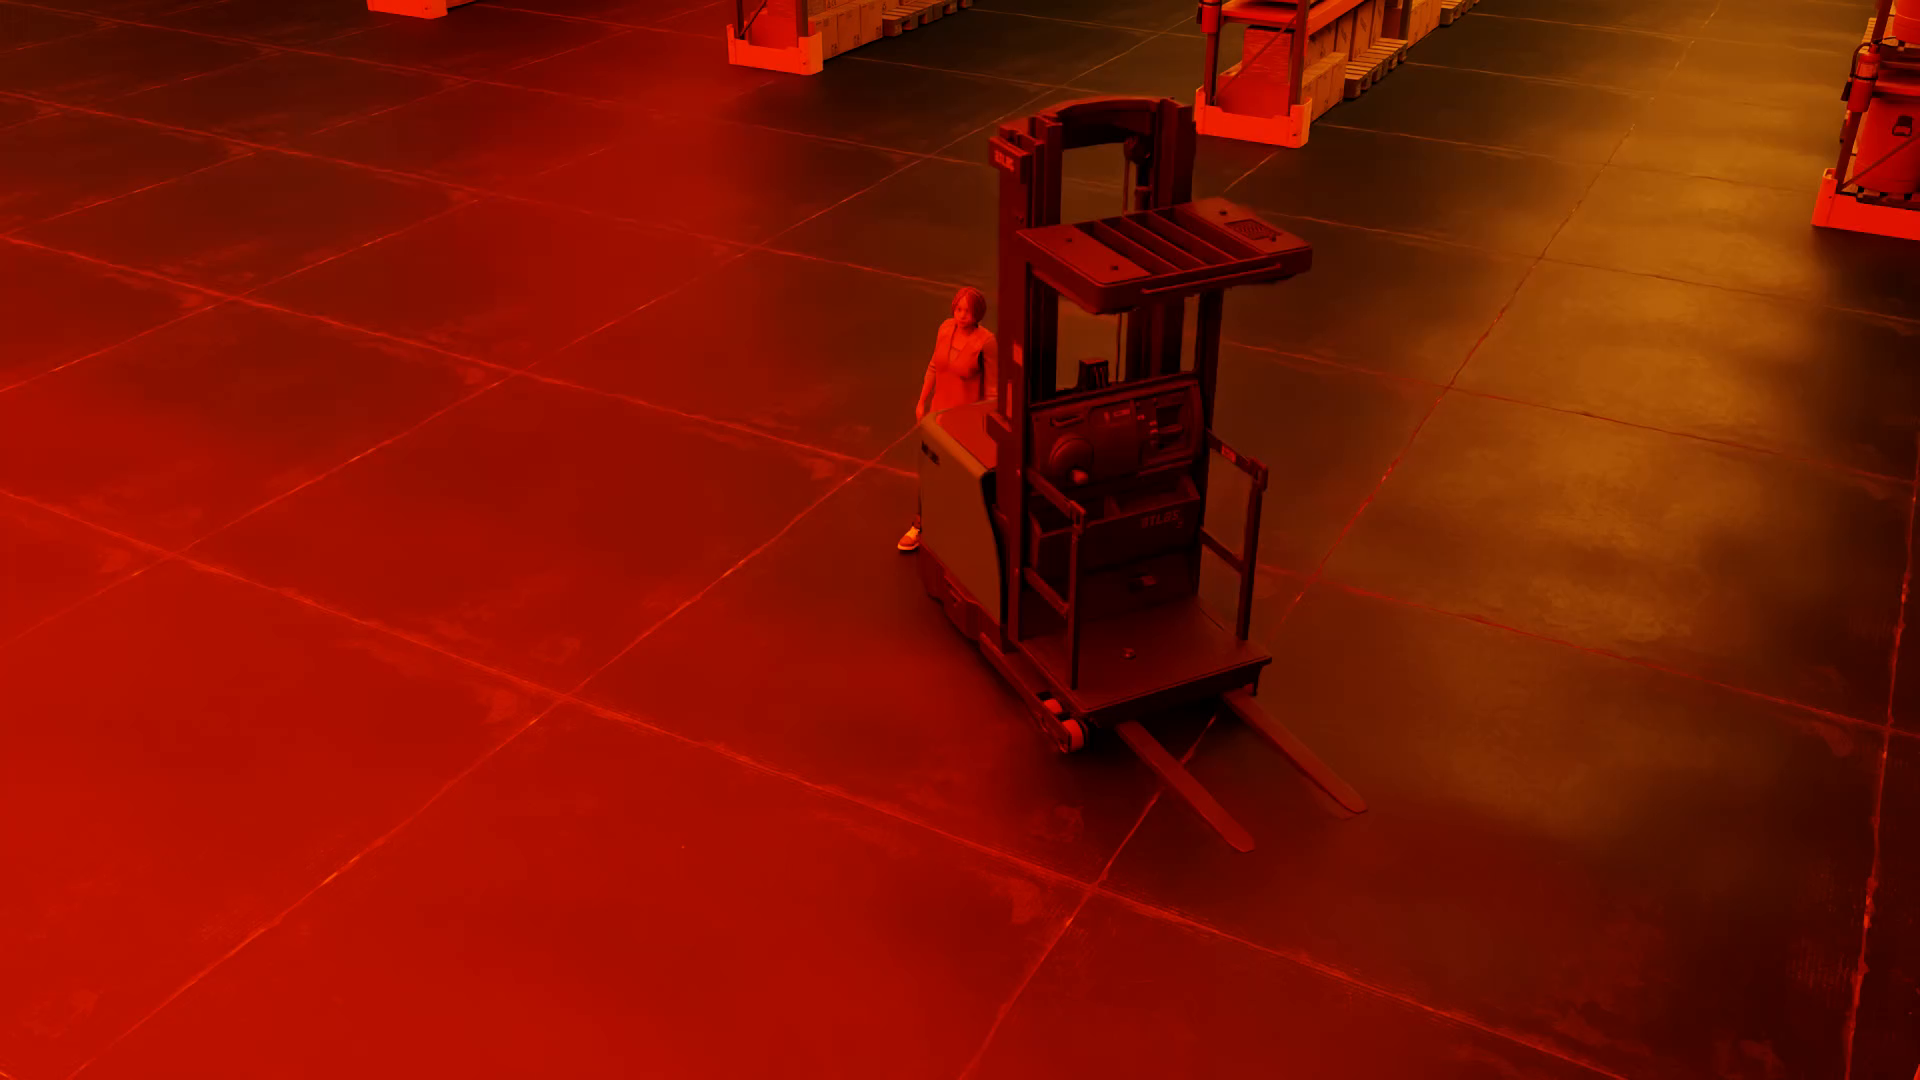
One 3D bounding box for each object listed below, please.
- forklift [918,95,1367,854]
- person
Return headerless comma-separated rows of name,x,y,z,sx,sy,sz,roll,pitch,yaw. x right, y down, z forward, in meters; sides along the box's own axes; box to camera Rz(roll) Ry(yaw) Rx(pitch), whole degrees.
forklift,0.865,-0.472,7.889,1.130,2.935,3.031,-14,33,-22
person,-0.048,-0.669,9.550,0.520,1.597,0.476,15,33,25
